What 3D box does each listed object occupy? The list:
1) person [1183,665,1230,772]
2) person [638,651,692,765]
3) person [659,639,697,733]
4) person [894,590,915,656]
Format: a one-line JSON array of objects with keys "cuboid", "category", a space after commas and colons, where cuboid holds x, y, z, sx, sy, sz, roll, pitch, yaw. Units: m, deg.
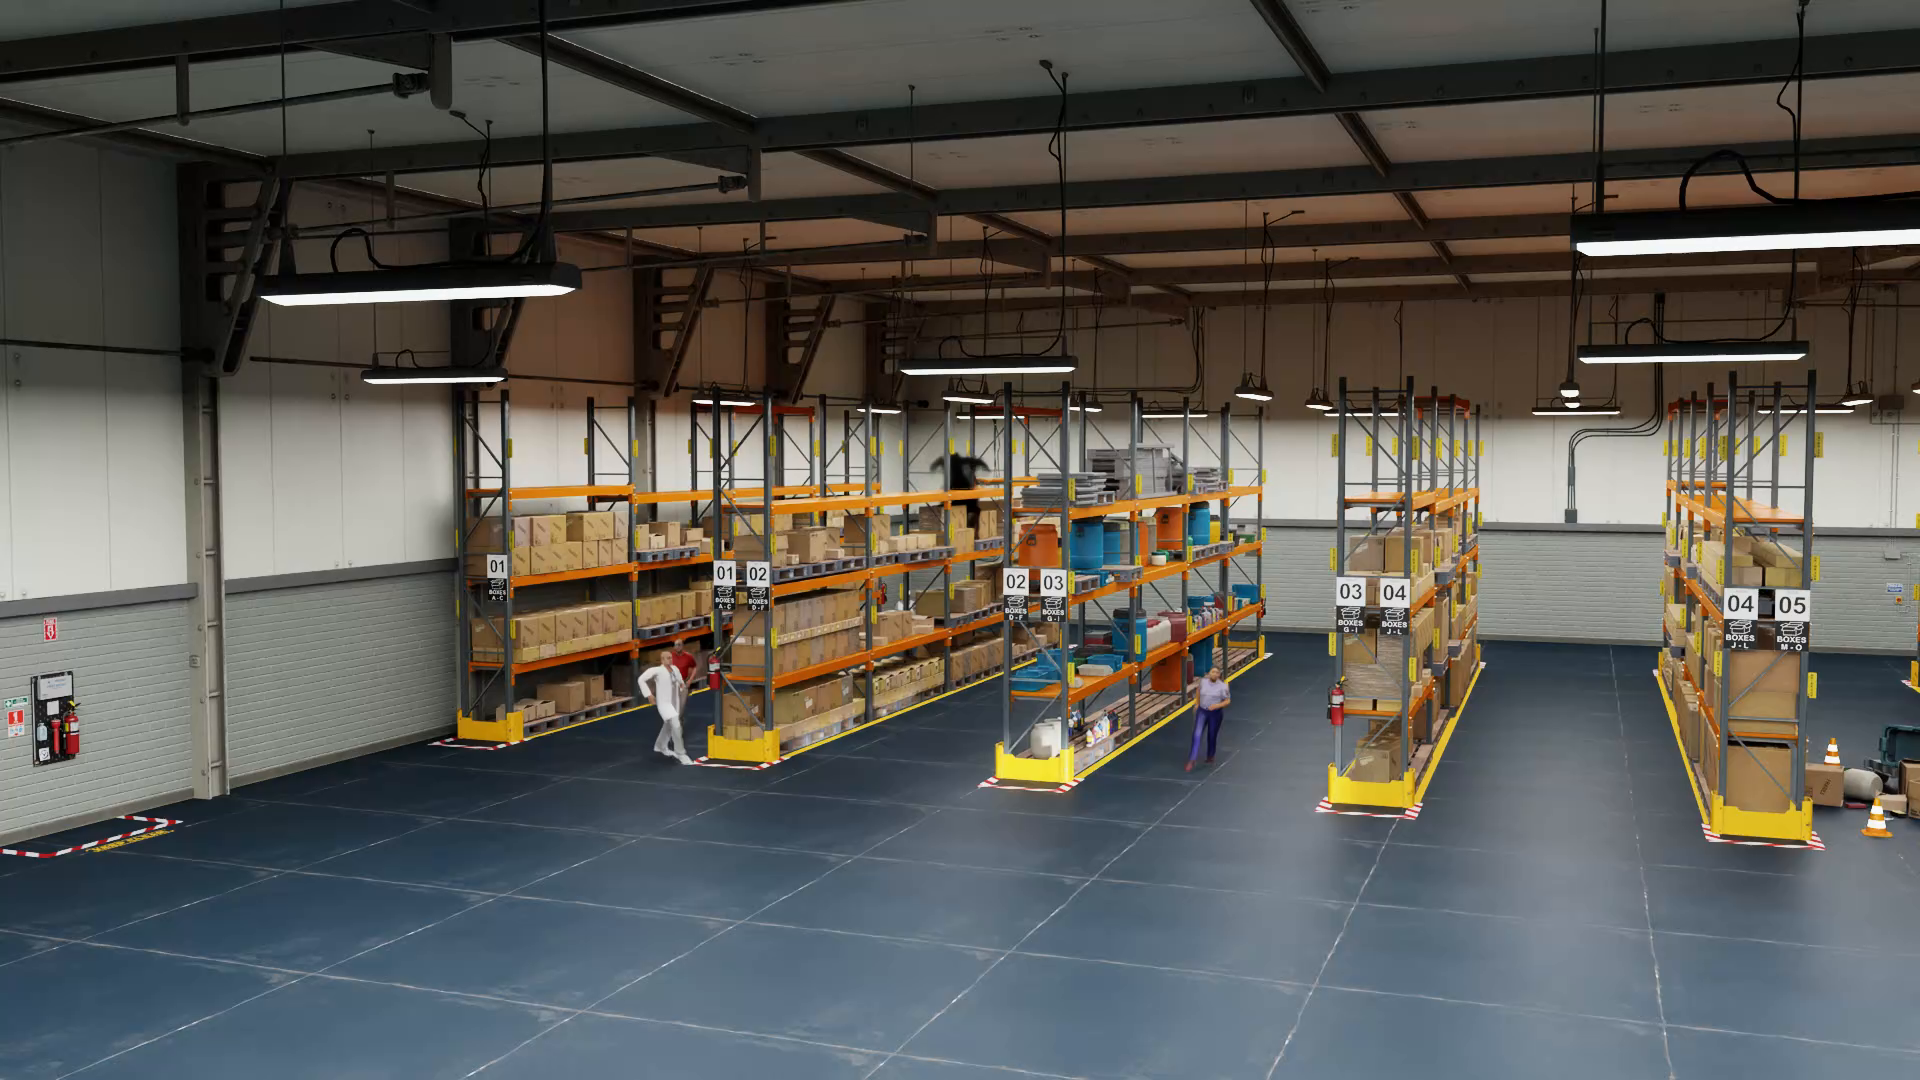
[{"cuboid": [3.889, 2.841, 25.938, 0.678, 1.439, 0.841, 1, 3, 19], "category": "person"}, {"cuboid": [-4.678, 2.663, 26.382, 0.875, 1.827, 0.773, 2, 4, 33], "category": "person"}, {"cuboid": [-4.973, 2.561, 29.389, 0.662, 1.672, 0.572, 0, 3, -4], "category": "person"}, {"cuboid": [-1.231, 2.018, 38.218, 0.610, 1.825, 0.832, 2, 4, 26], "category": "person"}]
